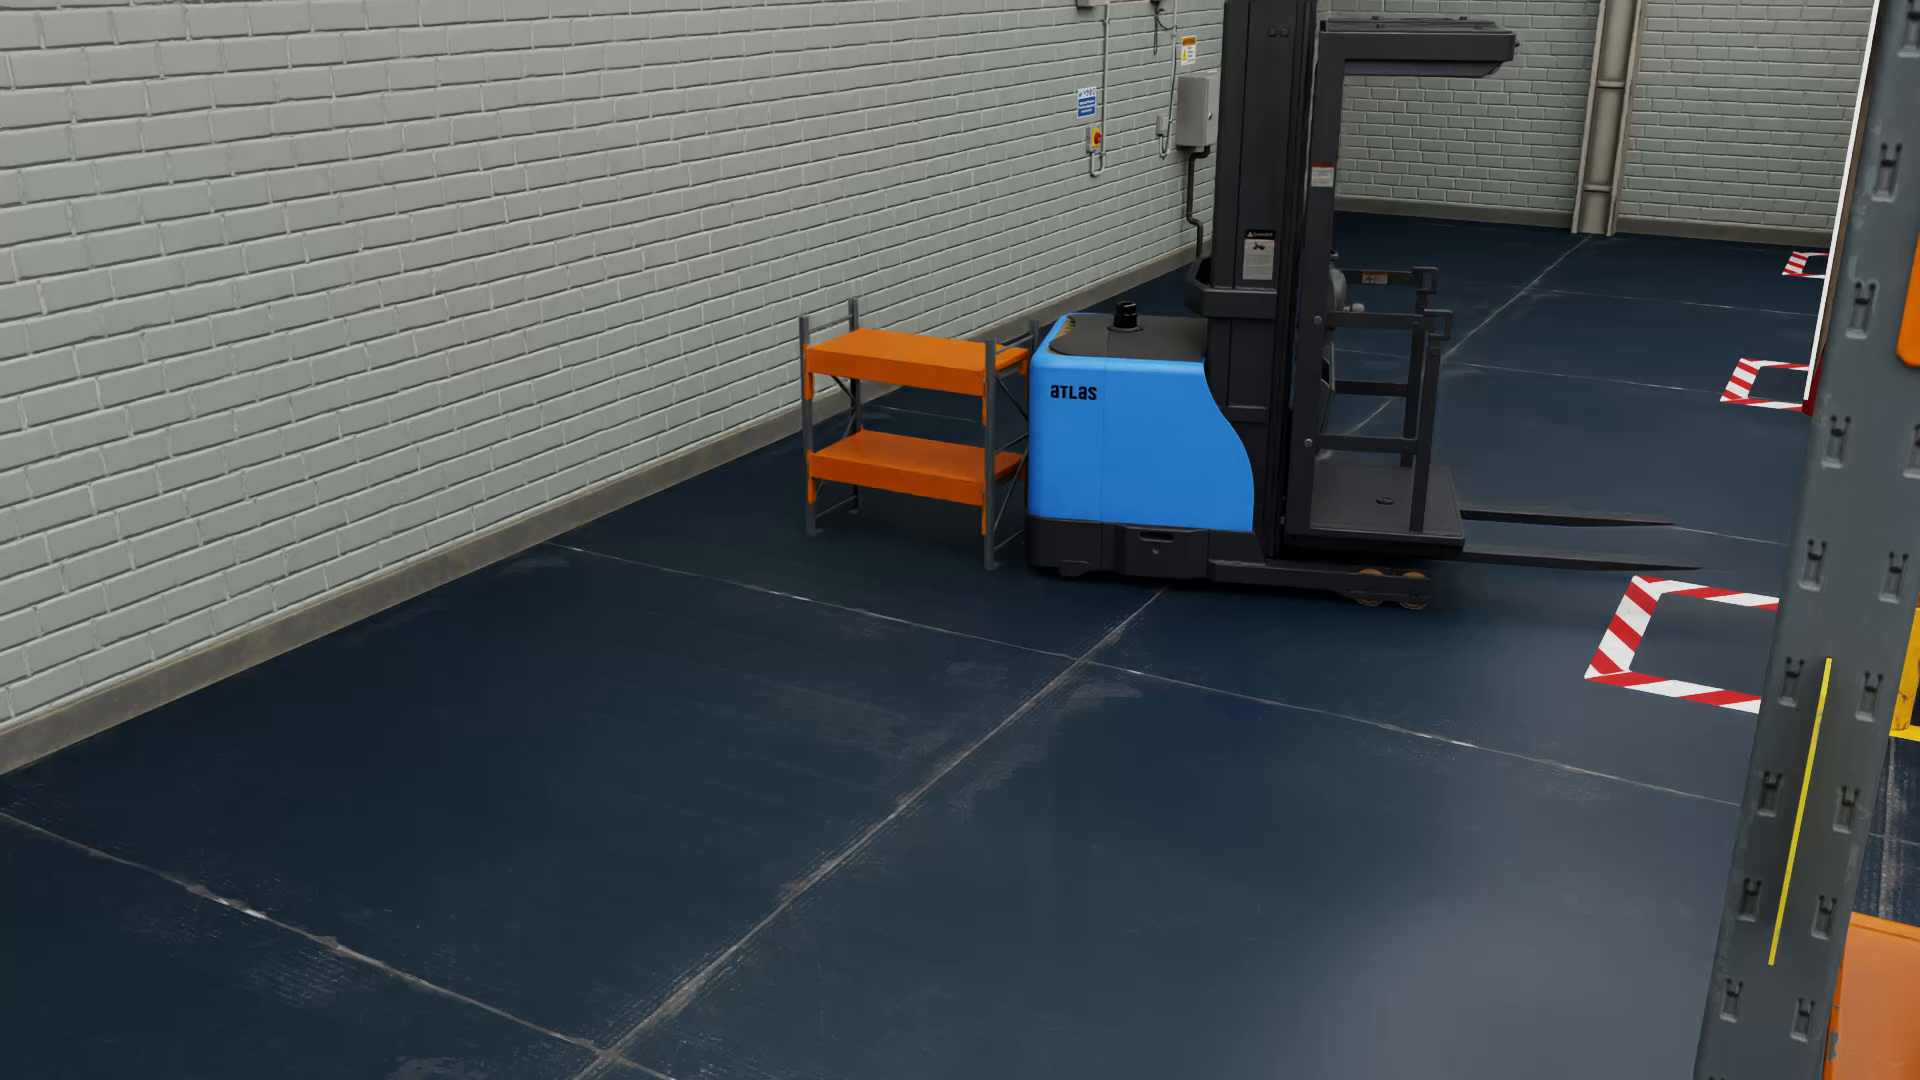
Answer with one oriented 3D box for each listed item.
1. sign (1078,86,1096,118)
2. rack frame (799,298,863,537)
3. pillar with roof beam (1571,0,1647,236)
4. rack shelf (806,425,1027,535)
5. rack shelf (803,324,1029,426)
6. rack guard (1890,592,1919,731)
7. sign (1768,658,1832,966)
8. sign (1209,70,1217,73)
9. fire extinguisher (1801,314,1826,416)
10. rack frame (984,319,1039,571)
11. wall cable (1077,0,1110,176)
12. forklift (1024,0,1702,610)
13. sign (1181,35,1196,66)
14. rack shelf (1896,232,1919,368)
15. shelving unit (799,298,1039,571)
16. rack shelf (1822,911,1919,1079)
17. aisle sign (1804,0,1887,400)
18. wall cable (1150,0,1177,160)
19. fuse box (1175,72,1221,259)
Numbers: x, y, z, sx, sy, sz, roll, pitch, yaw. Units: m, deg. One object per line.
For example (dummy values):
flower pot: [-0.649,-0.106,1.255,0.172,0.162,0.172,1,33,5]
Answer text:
sign: [0.994,-3.432,13.031,0.001,0.218,0.327,11,23,27]
rack frame: [-0.649,-0.623,8.433,0.032,1.125,0.500,10,22,26]
pillar with roof beam: [4.409,-6.112,12.018,0.400,9.000,9.100,11,23,27]
rack shelf: [-0.201,-0.311,8.290,1.000,0.278,0.538,10,22,26]
rack shelf: [-0.201,-0.816,8.107,1.000,0.278,0.538,10,22,26]
rack guard: [3.746,0.300,6.805,0.348,0.500,1.175,11,23,27]
sign: [0.897,0.292,1.775,0.005,0.325,0.100,11,23,27]
sign: [2.283,-4.047,15.262,0.001,0.494,0.329,11,23,27]
fire extinguisher: [3.685,-0.855,6.985,0.183,0.674,0.296,11,23,27]
rack frame: [0.247,-0.459,7.981,0.032,1.125,0.500,10,22,26]
wall cable: [1.071,-3.801,12.910,0.123,1.953,0.585,11,23,27]
forklift: [1.875,-1.262,7.546,3.031,2.935,1.130,4,20,11]
sign: [2.015,-4.316,14.654,0.001,0.242,0.339,11,23,27]
rack shelf: [2.918,-0.167,1.084,4.000,0.370,1.077,11,23,27]
shelving unit: [-0.201,-0.541,8.207,1.048,1.125,0.538,10,22,26]
rack shelf: [2.918,1.243,1.595,4.000,0.370,1.077,11,23,27]
aisle sign: [0.963,-0.573,1.733,0.004,0.787,0.394,11,23,27]
wall cable: [1.753,-4.211,14.084,0.122,1.984,0.588,11,23,27]
fuse box: [2.223,-3.304,14.965,0.414,1.711,0.539,11,23,27]
